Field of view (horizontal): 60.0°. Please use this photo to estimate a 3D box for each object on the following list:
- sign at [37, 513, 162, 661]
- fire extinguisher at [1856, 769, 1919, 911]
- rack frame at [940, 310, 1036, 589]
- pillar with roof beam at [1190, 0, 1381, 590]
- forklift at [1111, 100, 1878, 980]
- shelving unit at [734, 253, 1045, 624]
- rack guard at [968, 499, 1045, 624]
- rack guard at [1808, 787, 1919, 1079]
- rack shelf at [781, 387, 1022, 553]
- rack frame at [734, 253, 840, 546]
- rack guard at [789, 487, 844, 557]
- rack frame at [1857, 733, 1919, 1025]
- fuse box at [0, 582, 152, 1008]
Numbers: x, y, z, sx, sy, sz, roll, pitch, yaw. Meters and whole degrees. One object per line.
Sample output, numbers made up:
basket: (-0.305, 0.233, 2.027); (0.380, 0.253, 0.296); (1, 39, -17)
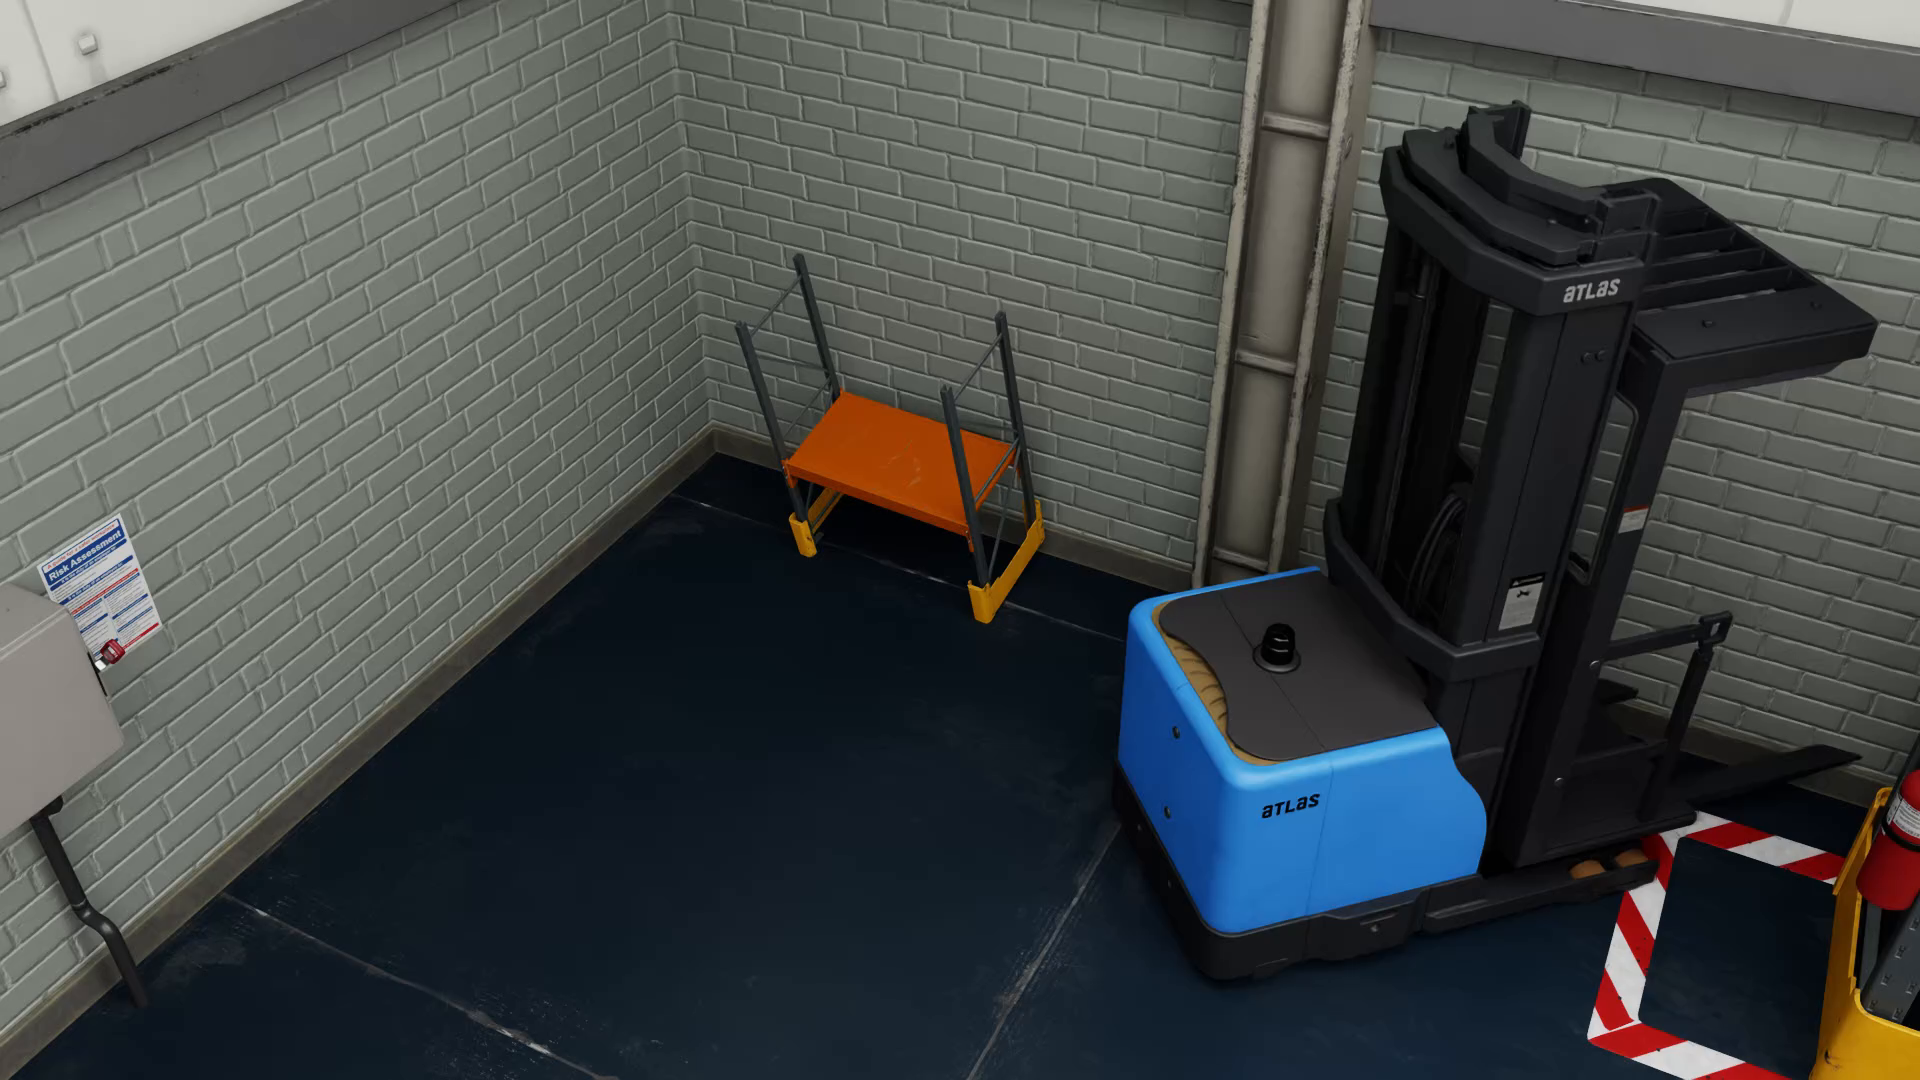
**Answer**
sign: (-2.895, 0.194, 5.612); (0.001, 0.494, 0.329); (17, 41, 21)
fire extinguisher: (2.920, 0.842, 5.052); (0.183, 0.674, 0.296); (17, 41, 21)
rack frame: (0.155, -0.295, 7.330); (0.032, 1.500, 0.500); (20, 57, 24)
pillar with roof beam: (-0.696, -0.857, 1.956); (0.400, 9.000, 9.100); (17, 41, 21)
forklift: (2.190, -0.065, 5.931); (3.031, 2.935, 1.130); (-10, 38, -13)
shelving unit: (-0.290, -0.453, 7.540); (1.083, 1.500, 0.587); (20, 57, 24)
rack guard: (0.223, 0.094, 7.815); (0.087, 0.250, 0.587); (20, 57, 24)
rack guard: (3.331, 1.472, 5.917); (0.348, 0.500, 1.175); (17, 41, 21)
rack shelf: (-0.258, -0.337, 7.674); (1.000, 0.185, 0.538); (20, 57, 24)
rack frame: (-0.720, -0.606, 7.743); (0.032, 1.500, 0.500); (20, 57, 24)
rack guard: (-0.634, -0.210, 8.220); (0.087, 0.250, 0.587); (20, 57, 24)
rack frame: (3.263, 0.455, 5.189); (0.127, 3.000, 1.000); (17, 41, 21)
fuse box: (-2.938, 0.992, 5.548); (0.414, 1.711, 0.539); (17, 41, 21)
